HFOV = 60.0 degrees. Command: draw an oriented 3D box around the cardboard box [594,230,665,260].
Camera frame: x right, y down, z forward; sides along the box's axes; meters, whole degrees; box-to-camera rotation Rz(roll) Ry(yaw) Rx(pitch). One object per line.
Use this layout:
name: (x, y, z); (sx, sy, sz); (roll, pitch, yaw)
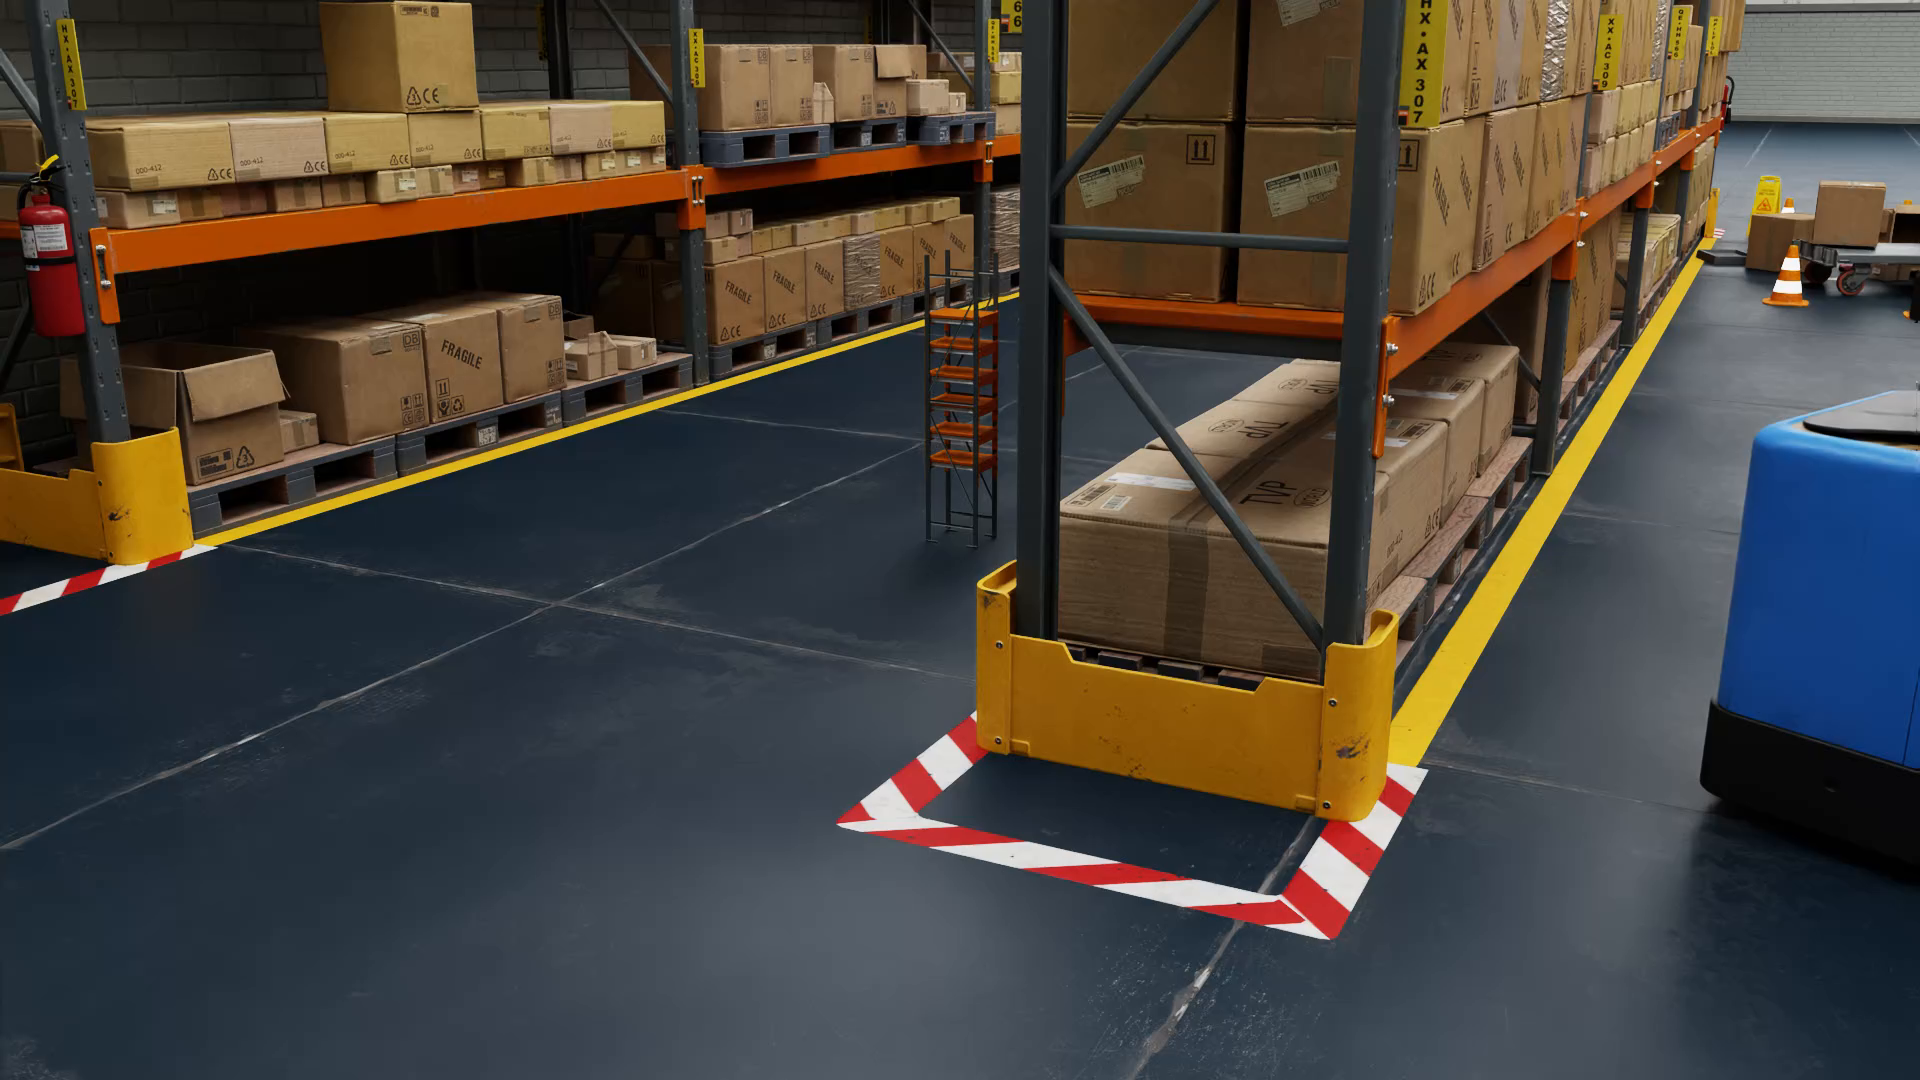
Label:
cardboard box: (-2.111, -1.891, 10.635); (0.380, 0.149, 0.250); (7, 18, 23)

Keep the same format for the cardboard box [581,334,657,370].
cardboard box: (-2.003, -1.102, 9.734); (0.380, 0.149, 0.250); (7, 18, 24)

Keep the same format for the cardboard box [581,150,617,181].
cardboard box: (-2.125, -2.074, 9.180); (0.380, 0.149, 0.250); (9, 19, 27)

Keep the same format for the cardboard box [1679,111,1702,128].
cardboard box: (6.428, -3.772, 14.898); (0.380, 0.149, 0.250); (8, 18, 25)

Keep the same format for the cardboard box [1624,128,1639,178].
cardboard box: (3.563, -2.209, 9.456); (0.500, 0.250, 0.500); (8, 18, 24)

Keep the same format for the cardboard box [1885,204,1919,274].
cardboard box: (8.857, -2.732, 15.100); (0.797, 0.637, 0.503); (8, 18, 25)

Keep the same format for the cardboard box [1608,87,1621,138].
cardboard box: (3.082, -2.196, 8.535); (0.500, 0.250, 0.500); (8, 19, 26)

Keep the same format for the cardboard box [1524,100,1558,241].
cardboard box: (2.010, -1.451, 6.466); (0.500, 0.500, 0.500); (8, 18, 25)

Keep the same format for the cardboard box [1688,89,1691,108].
cardboard box: (5.800, -3.633, 13.691); (0.380, 0.149, 0.250); (8, 18, 24)

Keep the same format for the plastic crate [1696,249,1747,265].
plastic crate: (7.435, -2.749, 16.140); (0.402, 0.080, 0.583); (2, 17, 6)

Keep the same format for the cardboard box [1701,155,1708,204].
cardboard box: (7.201, -3.617, 16.707); (0.500, 0.500, 0.500); (8, 18, 24)

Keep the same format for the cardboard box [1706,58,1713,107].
cardboard box: (6.649, -4.251, 15.371); (0.500, 0.500, 0.500); (8, 18, 25)

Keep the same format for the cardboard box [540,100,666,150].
cardboard box: (-2.027, -2.356, 9.430); (0.500, 0.250, 0.500); (9, 19, 27)

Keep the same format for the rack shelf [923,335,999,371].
rack shelf: (0.006, -0.766, 6.810); (0.258, 0.103, 0.180); (8, 18, 25)

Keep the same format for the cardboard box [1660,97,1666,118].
cardboard box: (4.844, -3.106, 11.917); (0.380, 0.149, 0.250); (7, 18, 22)

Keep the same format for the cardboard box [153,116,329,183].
cardboard box: (-3.136, -1.708, 7.247); (0.500, 0.250, 0.500); (8, 18, 26)

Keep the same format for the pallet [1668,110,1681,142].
pallet: (5.060, -3.252, 13.042); (1.003, 0.211, 1.213); (8, 18, 25)

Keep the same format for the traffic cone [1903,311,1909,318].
traffic cone: (7.463, -1.942, 12.751); (0.336, 0.463, 0.334); (8, 18, 25)

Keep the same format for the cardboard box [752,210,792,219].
cardboard box: (-1.430, -2.286, 11.967); (0.380, 0.149, 0.250); (7, 18, 23)

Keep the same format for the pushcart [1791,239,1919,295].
pushcart: (8.062, -2.319, 14.169); (1.648, 0.377, 0.936); (2, 17, 6)

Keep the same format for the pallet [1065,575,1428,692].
pallet: (0.925, 0.326, 5.555); (1.003, 0.211, 1.213); (8, 18, 25)

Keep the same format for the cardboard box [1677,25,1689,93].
cardboard box: (5.309, -3.708, 12.803); (0.500, 0.500, 0.500); (7, 18, 23)

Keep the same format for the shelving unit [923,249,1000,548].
shelving unit: (0.006, -0.579, 6.866); (0.258, 1.200, 0.189); (8, 18, 25)

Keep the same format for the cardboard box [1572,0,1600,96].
cardboard box: (2.461, -2.188, 7.189); (0.500, 0.500, 0.500); (8, 18, 25)

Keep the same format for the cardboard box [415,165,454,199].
cardboard box: (-2.693, -1.747, 8.080); (0.380, 0.149, 0.250); (9, 19, 27)

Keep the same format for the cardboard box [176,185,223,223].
cardboard box: (-3.340, -1.426, 7.000); (0.380, 0.149, 0.250); (9, 19, 27)

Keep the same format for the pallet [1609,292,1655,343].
pallet: (4.563, -1.697, 12.366); (1.003, 0.211, 1.213); (8, 18, 25)

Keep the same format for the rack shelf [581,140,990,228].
rack shelf: (-1.123, -2.611, 11.809); (1.077, 0.370, 4.000); (8, 18, 25)

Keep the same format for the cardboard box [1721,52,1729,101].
cardboard box: (7.791, -4.889, 17.520); (0.500, 0.500, 0.500); (8, 18, 24)

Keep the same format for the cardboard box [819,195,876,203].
cardboard box: (-0.884, -2.622, 13.096); (0.380, 0.149, 0.250); (9, 19, 27)

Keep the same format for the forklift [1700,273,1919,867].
forklift: (3.481, -0.821, 4.641); (3.031, 2.935, 1.130); (-13, 21, -37)

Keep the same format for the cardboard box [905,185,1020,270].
cardboard box: (0.061, -2.685, 14.230); (0.875, 0.625, 0.625); (9, 19, 27)

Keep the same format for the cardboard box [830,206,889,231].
cardboard box: (-0.745, -2.361, 12.219); (0.380, 0.149, 0.250); (8, 18, 25)

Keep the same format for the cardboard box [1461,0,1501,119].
cardboard box: (1.332, -1.542, 5.018); (0.500, 0.500, 0.500); (8, 18, 24)

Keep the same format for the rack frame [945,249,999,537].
rack frame: (0.047, -0.602, 6.944); (0.240, 1.200, 0.006); (8, 18, 25)

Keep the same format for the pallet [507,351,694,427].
pallet: (-2.325, -0.935, 9.800); (1.003, 0.211, 1.213); (8, 18, 25)

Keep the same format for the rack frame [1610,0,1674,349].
rack frame: (4.212, -2.834, 11.299); (1.000, 3.000, 0.127); (8, 18, 25)

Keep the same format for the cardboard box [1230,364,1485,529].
cardboard box: (1.649, -0.414, 6.913); (0.875, 0.438, 0.875); (8, 18, 24)

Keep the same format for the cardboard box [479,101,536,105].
cardboard box: (-2.698, -2.296, 9.229); (0.500, 0.250, 0.500); (8, 18, 25)

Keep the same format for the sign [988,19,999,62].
sign: (0.260, -3.915, 13.044); (0.100, 0.325, 0.005); (8, 18, 25)

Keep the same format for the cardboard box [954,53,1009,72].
cardboard box: (0.176, -3.868, 13.463); (0.380, 0.149, 0.250); (9, 19, 27)

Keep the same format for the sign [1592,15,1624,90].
sign: (2.922, -2.198, 7.498); (0.100, 0.325, 0.005); (8, 18, 25)

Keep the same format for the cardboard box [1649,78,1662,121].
cardboard box: (4.223, -2.847, 10.725); (0.500, 0.250, 0.500); (8, 18, 25)

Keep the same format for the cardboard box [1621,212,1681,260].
cardboard box: (5.768, -2.661, 14.593); (0.950, 0.372, 0.625); (8, 18, 26)

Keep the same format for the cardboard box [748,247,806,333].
cardboard box: (-1.371, -1.681, 11.067); (0.500, 0.500, 0.500); (8, 18, 25)

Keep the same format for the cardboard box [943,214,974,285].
cardboard box: (-0.226, -2.333, 13.264); (0.500, 0.500, 0.500); (9, 19, 27)

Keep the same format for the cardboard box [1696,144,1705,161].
cardboard box: (6.843, -3.678, 15.775); (0.380, 0.149, 0.250); (9, 19, 27)

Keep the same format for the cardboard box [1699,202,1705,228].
cardboard box: (7.428, -3.384, 17.242); (0.500, 0.250, 0.500); (8, 18, 26)

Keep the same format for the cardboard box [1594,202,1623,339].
cardboard box: (3.830, -1.852, 10.985); (0.875, 0.875, 0.875); (8, 18, 25)

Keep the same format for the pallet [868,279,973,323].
pallet: (-0.597, -1.943, 13.195); (1.003, 0.211, 1.213); (8, 18, 25)

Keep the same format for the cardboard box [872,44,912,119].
cardboard box: (-0.794, -3.277, 11.869); (0.797, 0.503, 0.637); (8, 18, 24)

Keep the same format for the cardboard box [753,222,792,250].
cardboard box: (-1.349, -2.036, 11.126); (0.380, 0.149, 0.250); (8, 18, 24)

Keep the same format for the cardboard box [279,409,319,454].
cardboard box: (-3.222, -0.509, 7.739); (0.380, 0.149, 0.250); (7, 18, 23)

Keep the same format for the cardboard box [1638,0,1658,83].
cardboard box: (3.766, -2.939, 9.721); (0.500, 0.500, 0.500); (8, 18, 25)

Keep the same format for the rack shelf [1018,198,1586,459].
rack shelf: (1.531, -0.961, 6.256); (1.077, 0.370, 4.000); (8, 18, 25)
